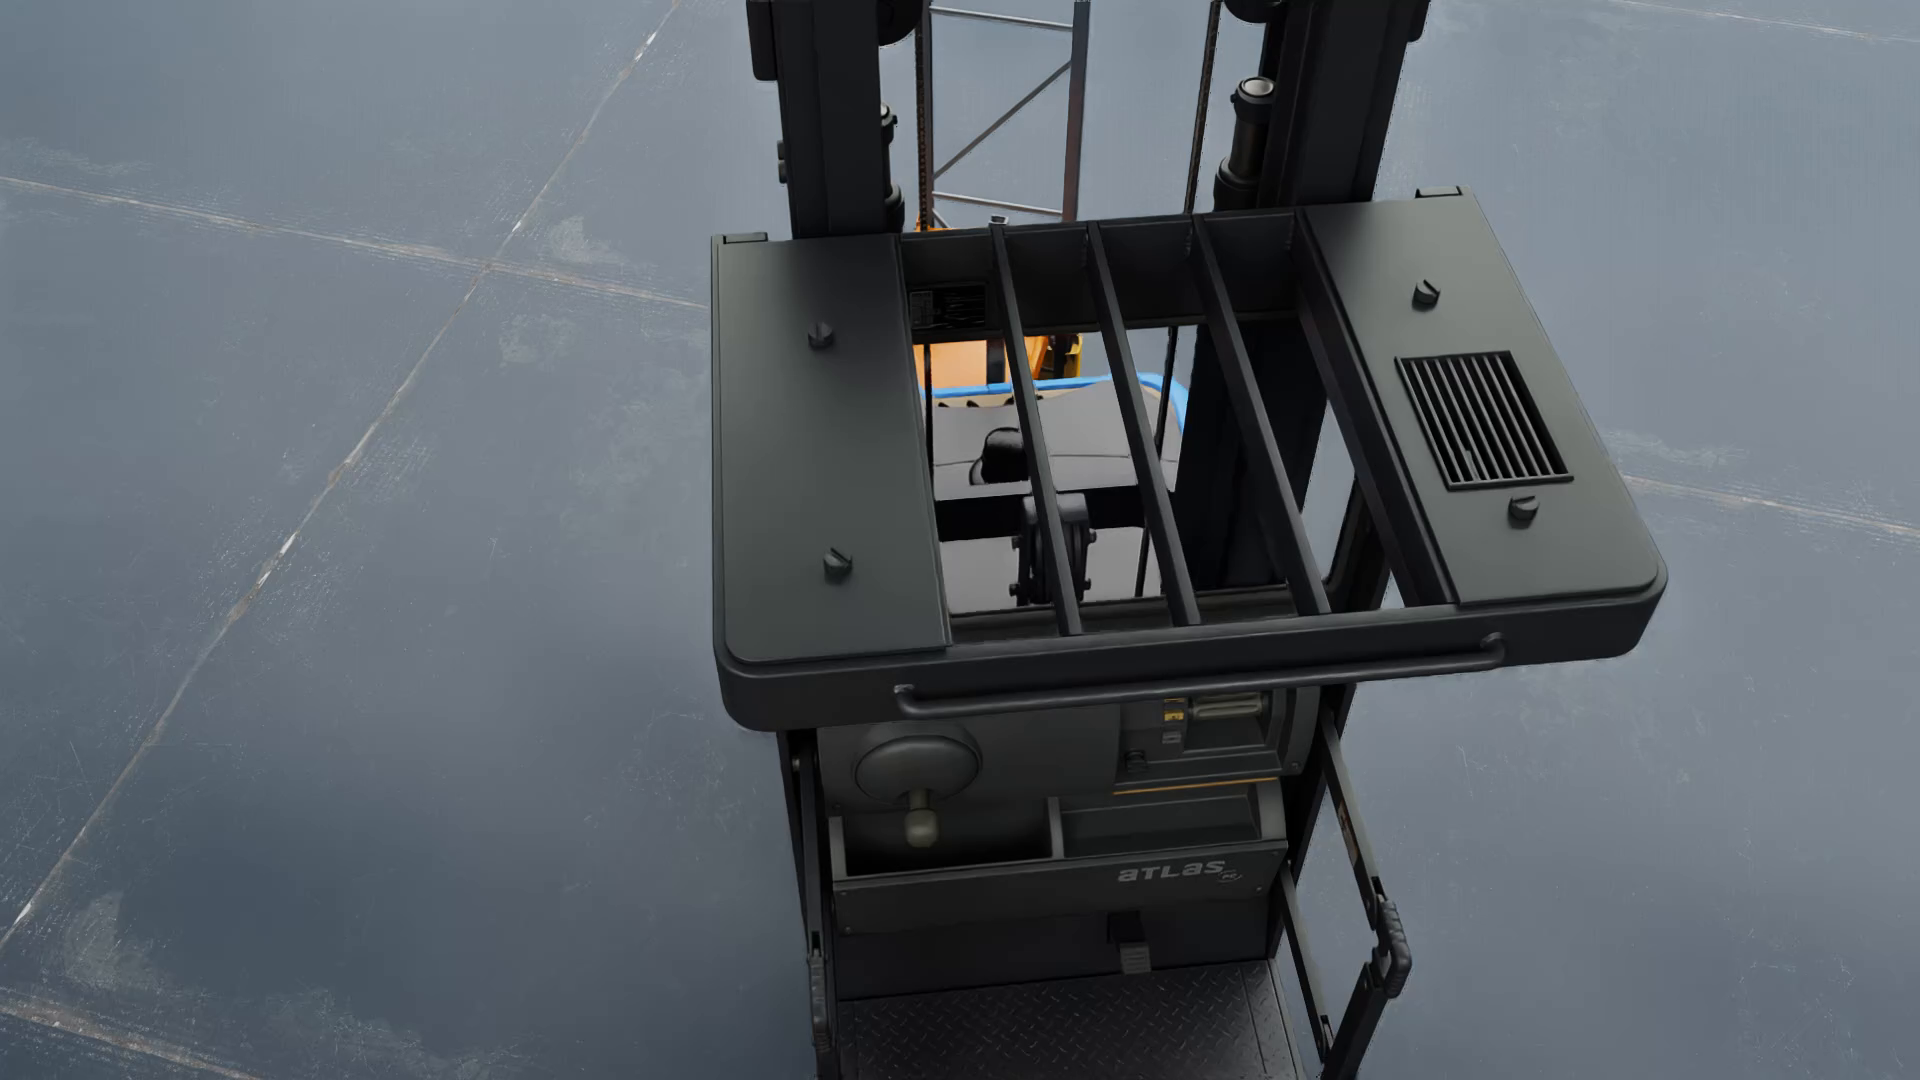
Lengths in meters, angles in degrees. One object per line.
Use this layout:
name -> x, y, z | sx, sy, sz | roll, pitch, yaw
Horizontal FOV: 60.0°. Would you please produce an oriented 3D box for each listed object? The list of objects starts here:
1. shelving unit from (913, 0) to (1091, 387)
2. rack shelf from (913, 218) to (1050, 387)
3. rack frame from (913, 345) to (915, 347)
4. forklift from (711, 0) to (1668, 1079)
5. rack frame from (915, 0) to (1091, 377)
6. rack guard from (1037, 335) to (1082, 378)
shelving unit -> -0.009, -0.663, 4.835 | 0.587, 1.500, 1.083 | 11, 49, 9
rack shelf -> -0.007, -0.551, 4.975 | 0.538, 0.185, 1.000 | 11, 49, 9
rack frame -> -0.132, -0.300, 4.515 | 0.475, 1.308, 0.013 | 11, 49, 9
forklift -> 0.225, 0.443, 2.905 | 1.130, 2.935, 3.031 | -5, 49, -4
rack frame -> 0.117, -1.039, 5.167 | 0.500, 1.500, 0.032 | 11, 49, 9
rack guard -> 0.112, -0.612, 5.623 | 0.587, 0.250, 0.087 | 11, 49, 9
